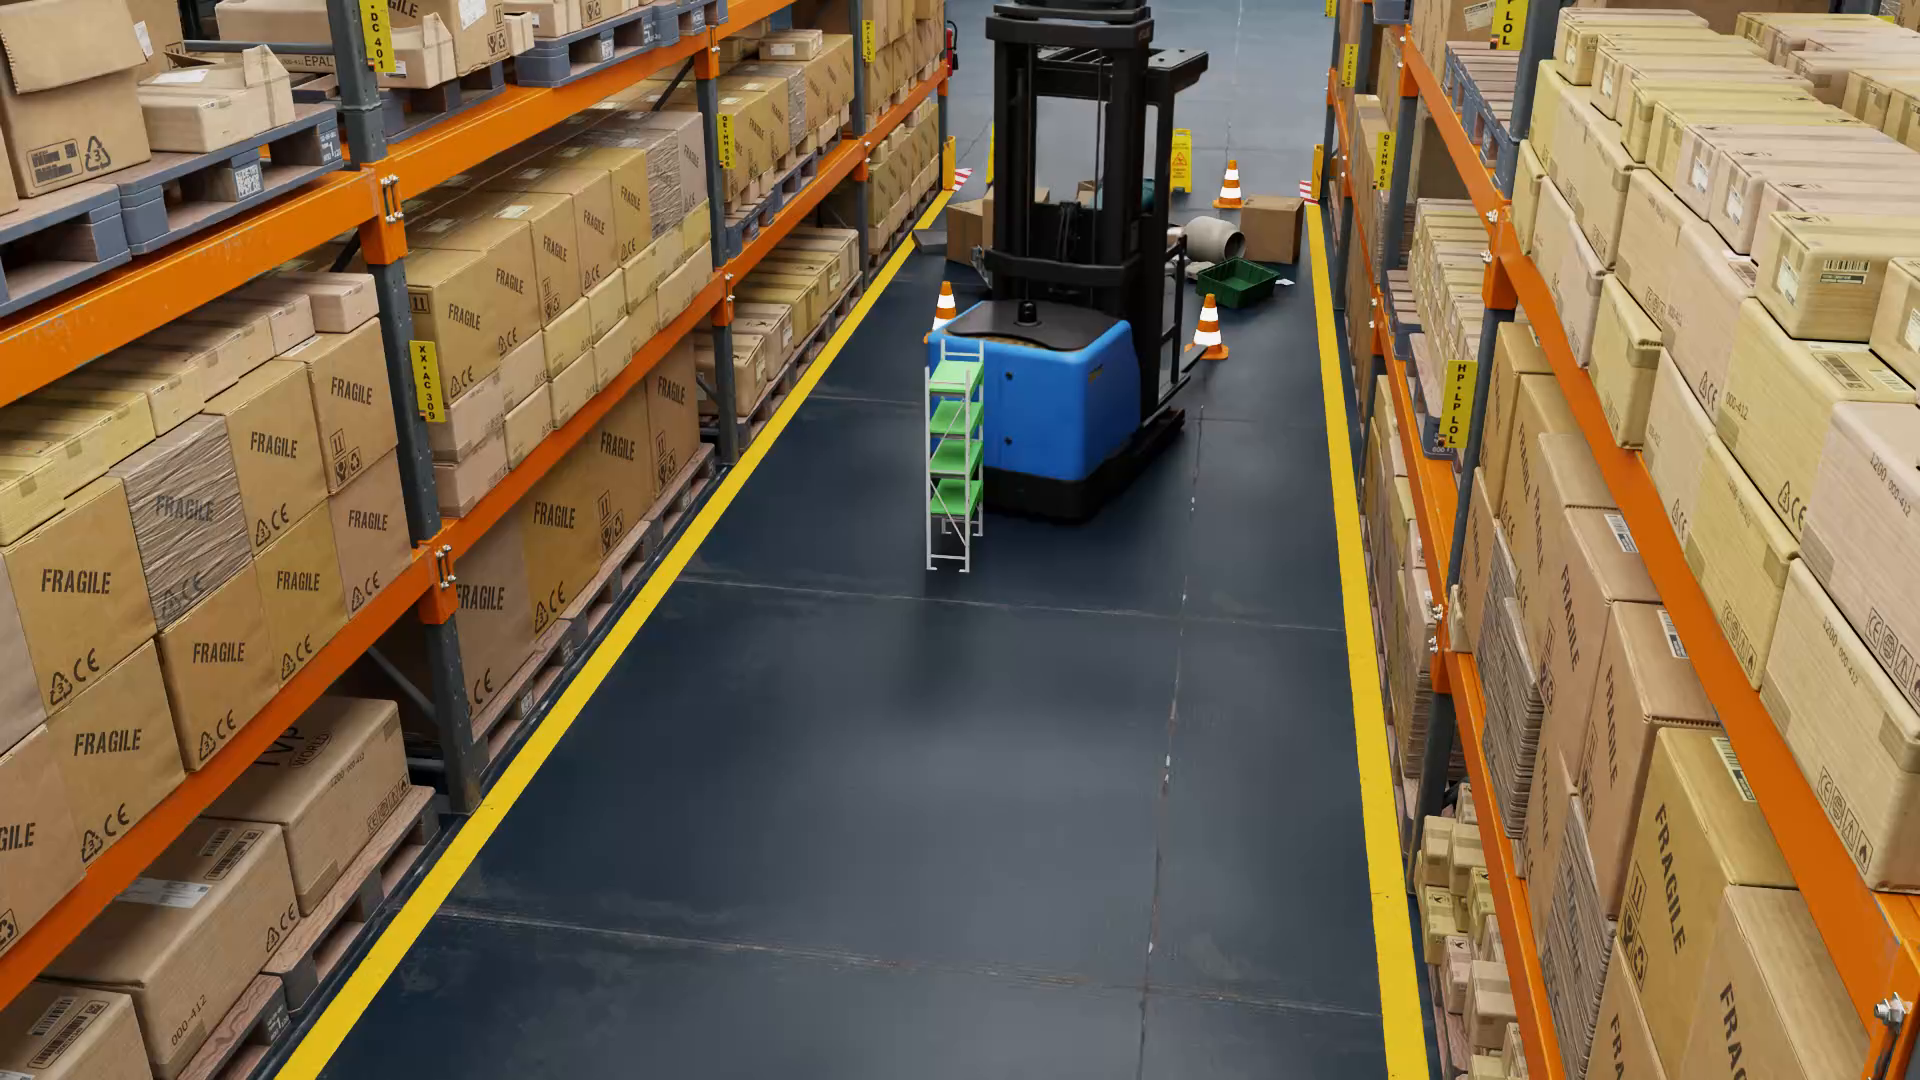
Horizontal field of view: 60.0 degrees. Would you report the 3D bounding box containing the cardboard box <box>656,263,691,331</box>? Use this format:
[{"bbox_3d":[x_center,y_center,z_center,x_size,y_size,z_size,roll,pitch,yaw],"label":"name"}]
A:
[{"bbox_3d":[-1.837,-1.378,9.333,0.500,0.250,0.500,4,25,9],"label":"cardboard box"}]

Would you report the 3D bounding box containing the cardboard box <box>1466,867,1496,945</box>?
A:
[{"bbox_3d":[1.947,1.265,5.676,0.380,0.149,0.250,4,25,8],"label":"cardboard box"}]

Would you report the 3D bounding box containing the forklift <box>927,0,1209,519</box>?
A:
[{"bbox_3d":[0.879,-2.048,10.669,1.130,2.935,3.031,11,27,23],"label":"forklift"}]

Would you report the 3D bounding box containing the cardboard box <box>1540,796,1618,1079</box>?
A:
[{"bbox_3d":[1.632,0.943,3.729,0.500,0.500,0.500,4,25,9],"label":"cardboard box"}]

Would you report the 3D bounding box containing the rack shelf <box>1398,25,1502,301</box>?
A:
[{"bbox_3d":[2.630,-1.786,7.338,1.077,0.370,4.000,4,25,9],"label":"rack shelf"}]

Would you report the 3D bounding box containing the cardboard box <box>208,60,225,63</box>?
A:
[{"bbox_3d":[-6.052,-3.760,13.360,0.380,0.149,0.250,3,25,7],"label":"cardboard box"}]

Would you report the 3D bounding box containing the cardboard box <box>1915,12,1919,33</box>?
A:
[{"bbox_3d":[8.614,-4.554,14.292,0.500,0.500,0.500,4,25,9],"label":"cardboard box"}]

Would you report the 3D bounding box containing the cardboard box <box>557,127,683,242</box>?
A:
[{"bbox_3d":[-1.845,-1.939,9.057,0.500,0.500,0.500,4,25,9],"label":"cardboard box"}]

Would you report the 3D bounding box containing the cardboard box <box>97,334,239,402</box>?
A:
[{"bbox_3d":[-2.557,-0.545,5.314,0.380,0.149,0.250,4,25,8],"label":"cardboard box"}]

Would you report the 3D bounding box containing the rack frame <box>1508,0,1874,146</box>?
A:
[{"bbox_3d":[2.304,-2.634,4.762,1.000,3.000,0.127,4,25,9],"label":"rack frame"}]

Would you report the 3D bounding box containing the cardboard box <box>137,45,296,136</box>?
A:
[{"bbox_3d":[-2.385,-1.461,5.341,0.396,0.266,0.258,5,26,10],"label":"cardboard box"}]

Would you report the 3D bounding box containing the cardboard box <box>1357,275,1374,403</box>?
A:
[{"bbox_3d":[3.285,-1.375,11.309,1.050,0.750,0.750,4,25,9],"label":"cardboard box"}]

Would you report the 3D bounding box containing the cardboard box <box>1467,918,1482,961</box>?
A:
[{"bbox_3d":[1.972,1.395,5.747,0.380,0.149,0.250,4,25,8],"label":"cardboard box"}]

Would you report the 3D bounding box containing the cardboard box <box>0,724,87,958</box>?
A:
[{"bbox_3d":[-2.732,0.804,4.376,0.500,0.500,0.500,4,25,8],"label":"cardboard box"}]

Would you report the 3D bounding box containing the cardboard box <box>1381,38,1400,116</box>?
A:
[{"bbox_3d":[3.454,-3.338,12.045,0.700,0.500,0.500,4,25,8],"label":"cardboard box"}]

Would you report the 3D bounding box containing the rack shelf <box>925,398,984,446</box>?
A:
[{"bbox_3d":[-0.027,-0.634,9.273,0.258,0.148,0.480,4,25,9],"label":"rack shelf"}]

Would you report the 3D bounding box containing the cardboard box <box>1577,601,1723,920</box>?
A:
[{"bbox_3d":[1.638,0.485,3.528,0.500,0.500,0.500,5,26,11],"label":"cardboard box"}]

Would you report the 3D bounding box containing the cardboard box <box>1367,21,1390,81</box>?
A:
[{"bbox_3d":[3.705,-3.972,13.246,0.875,0.550,0.550,4,25,9],"label":"cardboard box"}]

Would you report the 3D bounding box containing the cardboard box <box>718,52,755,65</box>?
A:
[{"bbox_3d":[-1.824,-3.342,12.388,0.500,0.500,0.500,4,25,8],"label":"cardboard box"}]

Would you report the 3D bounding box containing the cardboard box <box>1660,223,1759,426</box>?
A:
[{"bbox_3d":[1.643,-0.399,3.114,0.500,0.250,0.500,4,25,9],"label":"cardboard box"}]

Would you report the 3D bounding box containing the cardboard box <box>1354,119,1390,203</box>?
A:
[{"bbox_3d":[3.094,-2.687,11.833,0.500,0.500,0.500,4,25,8],"label":"cardboard box"}]

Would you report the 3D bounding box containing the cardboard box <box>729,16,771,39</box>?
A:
[{"bbox_3d":[-1.715,-4.055,13.146,0.380,0.149,0.250,4,25,8],"label":"cardboard box"}]

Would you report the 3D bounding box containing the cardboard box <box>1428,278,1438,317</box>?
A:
[{"bbox_3d":[2.515,-1.178,8.178,0.380,0.149,0.250,4,25,9],"label":"cardboard box"}]

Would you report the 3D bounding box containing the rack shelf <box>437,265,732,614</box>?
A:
[{"bbox_3d":[-2.270,-0.728,8.616,1.077,0.370,4.000,4,25,9],"label":"rack shelf"}]

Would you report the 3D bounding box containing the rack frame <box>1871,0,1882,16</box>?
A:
[{"bbox_3d":[9.142,-4.550,15.932,1.000,3.000,0.127,4,25,9],"label":"rack frame"}]

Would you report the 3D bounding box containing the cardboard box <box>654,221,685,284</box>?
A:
[{"bbox_3d":[-1.851,-1.614,9.247,0.500,0.250,0.500,3,25,7],"label":"cardboard box"}]

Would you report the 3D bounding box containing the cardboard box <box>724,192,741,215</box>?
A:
[{"bbox_3d":[-1.627,-2.206,10.725,0.380,0.149,0.250,2,25,5],"label":"cardboard box"}]

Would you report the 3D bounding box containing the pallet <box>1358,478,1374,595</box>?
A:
[{"bbox_3d":[2.828,0.000,9.501,1.003,0.211,1.213,4,25,9],"label":"pallet"}]

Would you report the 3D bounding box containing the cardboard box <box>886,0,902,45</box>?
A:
[{"bbox_3d":[-0.898,-4.577,14.343,0.700,0.500,0.500,4,25,9],"label":"cardboard box"}]

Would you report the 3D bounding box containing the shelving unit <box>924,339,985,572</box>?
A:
[{"bbox_3d":[-0.027,-0.474,9.348,0.258,1.200,0.503,4,25,9],"label":"shelving unit"}]

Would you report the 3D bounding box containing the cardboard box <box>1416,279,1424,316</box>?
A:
[{"bbox_3d":[2.597,-1.268,8.722,0.380,0.149,0.250,5,26,11],"label":"cardboard box"}]

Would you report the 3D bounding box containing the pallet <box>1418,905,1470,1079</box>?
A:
[{"bbox_3d":[2.229,1.629,6.020,1.003,0.211,1.213,4,25,9],"label":"pallet"}]

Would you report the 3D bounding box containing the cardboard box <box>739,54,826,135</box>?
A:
[{"bbox_3d":[-1.308,-3.302,12.301,0.500,0.500,0.500,5,26,10],"label":"cardboard box"}]

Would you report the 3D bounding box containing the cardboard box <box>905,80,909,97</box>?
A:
[{"bbox_3d":[-0.689,-4.201,15.483,0.380,0.149,0.250,4,25,8],"label":"cardboard box"}]

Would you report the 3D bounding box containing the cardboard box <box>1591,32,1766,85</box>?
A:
[{"bbox_3d":[1.955,-1.289,4.545,0.380,0.149,0.250,4,25,8],"label":"cardboard box"}]

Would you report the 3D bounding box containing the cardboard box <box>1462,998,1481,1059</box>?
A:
[{"bbox_3d":[1.902,1.643,5.570,0.380,0.149,0.250,4,25,7],"label":"cardboard box"}]

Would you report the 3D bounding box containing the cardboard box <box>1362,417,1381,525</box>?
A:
[{"bbox_3d":[2.590,-0.370,9.455,0.500,0.500,0.500,3,25,6],"label":"cardboard box"}]

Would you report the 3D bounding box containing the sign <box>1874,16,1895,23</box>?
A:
[{"bbox_3d":[2.840,-1.475,5.215,0.100,0.325,0.005,4,25,9],"label":"sign"}]

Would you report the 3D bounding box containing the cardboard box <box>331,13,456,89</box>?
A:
[{"bbox_3d":[-2.169,-1.890,6.375,0.396,0.266,0.258,4,25,8],"label":"cardboard box"}]

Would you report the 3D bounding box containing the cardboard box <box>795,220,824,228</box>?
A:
[{"bbox_3d":[-1.458,-2.774,14.887,0.500,0.250,0.500,5,26,11],"label":"cardboard box"}]

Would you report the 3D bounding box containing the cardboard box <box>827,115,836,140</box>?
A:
[{"bbox_3d":[-1.168,-3.186,12.820,0.380,0.149,0.250,4,25,8],"label":"cardboard box"}]

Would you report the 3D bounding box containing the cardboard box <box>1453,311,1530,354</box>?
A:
[{"bbox_3d":[2.350,-0.877,7.184,0.380,0.149,0.250,3,25,7],"label":"cardboard box"}]

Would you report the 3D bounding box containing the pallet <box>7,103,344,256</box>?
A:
[{"bbox_3d":[-2.740,-1.194,5.330,1.003,0.211,1.213,4,25,9],"label":"pallet"}]

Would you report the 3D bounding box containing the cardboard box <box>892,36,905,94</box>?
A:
[{"bbox_3d":[-0.788,-4.329,14.991,0.500,0.500,0.500,4,25,8],"label":"cardboard box"}]

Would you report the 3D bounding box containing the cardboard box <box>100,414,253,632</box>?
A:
[{"bbox_3d":[-2.566,-0.074,5.072,0.500,0.500,0.500,4,25,9],"label":"cardboard box"}]

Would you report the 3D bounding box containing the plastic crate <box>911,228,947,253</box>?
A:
[{"bbox_3d":[-0.223,-2.841,15.725,0.402,0.080,0.583,-5,25,-10],"label":"plastic crate"}]

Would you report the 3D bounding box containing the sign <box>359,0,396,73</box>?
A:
[{"bbox_3d":[-2.049,-1.808,5.833,0.100,0.325,0.005,4,25,9],"label":"sign"}]

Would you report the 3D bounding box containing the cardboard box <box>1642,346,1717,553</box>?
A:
[{"bbox_3d":[1.634,-0.164,3.200,0.500,0.250,0.500,5,26,11],"label":"cardboard box"}]

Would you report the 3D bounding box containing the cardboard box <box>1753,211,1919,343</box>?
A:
[{"bbox_3d":[1.529,-0.423,2.693,0.380,0.149,0.250,4,25,9],"label":"cardboard box"}]

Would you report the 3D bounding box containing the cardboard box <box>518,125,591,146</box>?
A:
[{"bbox_3d":[-2.336,-1.991,9.168,0.500,0.500,0.500,4,25,9],"label":"cardboard box"}]

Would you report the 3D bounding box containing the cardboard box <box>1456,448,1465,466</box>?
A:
[{"bbox_3d":[2.258,-0.386,6.837,0.380,0.149,0.250,4,25,8],"label":"cardboard box"}]

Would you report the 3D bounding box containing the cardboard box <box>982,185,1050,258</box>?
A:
[{"bbox_3d":[0.472,-2.664,13.957,0.500,0.500,0.500,4,25,9],"label":"cardboard box"}]

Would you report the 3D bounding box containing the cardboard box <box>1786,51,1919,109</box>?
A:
[{"bbox_3d":[2.331,-1.147,4.240,0.380,0.149,0.250,5,26,10],"label":"cardboard box"}]

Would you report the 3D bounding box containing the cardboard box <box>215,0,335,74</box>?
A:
[{"bbox_3d":[-2.660,-2.109,6.789,0.500,0.311,0.500,4,25,9],"label":"cardboard box"}]

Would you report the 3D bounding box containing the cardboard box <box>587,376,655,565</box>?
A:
[{"bbox_3d":[-2.287,-0.463,9.211,0.875,0.875,0.875,4,25,9],"label":"cardboard box"}]

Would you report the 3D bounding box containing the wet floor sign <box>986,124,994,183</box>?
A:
[{"bbox_3d":[0.451,-4.175,17.909,0.267,0.644,0.232,13,28,26],"label":"wet floor sign"}]

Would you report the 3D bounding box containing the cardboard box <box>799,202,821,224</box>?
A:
[{"bbox_3d":[-1.457,-3.114,14.728,0.500,0.500,0.500,4,25,8],"label":"cardboard box"}]

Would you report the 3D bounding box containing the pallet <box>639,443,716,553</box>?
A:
[{"bbox_3d":[-2.146,-0.303,10.148,1.003,0.211,1.213,4,25,9],"label":"pallet"}]

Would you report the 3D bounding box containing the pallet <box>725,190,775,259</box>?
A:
[{"bbox_3d":[-1.931,-2.109,10.944,1.213,0.211,1.003,4,25,9],"label":"pallet"}]

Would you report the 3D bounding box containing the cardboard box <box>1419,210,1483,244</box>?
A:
[{"bbox_3d":[2.649,-1.643,8.822,0.380,0.149,0.250,3,25,7],"label":"cardboard box"}]
